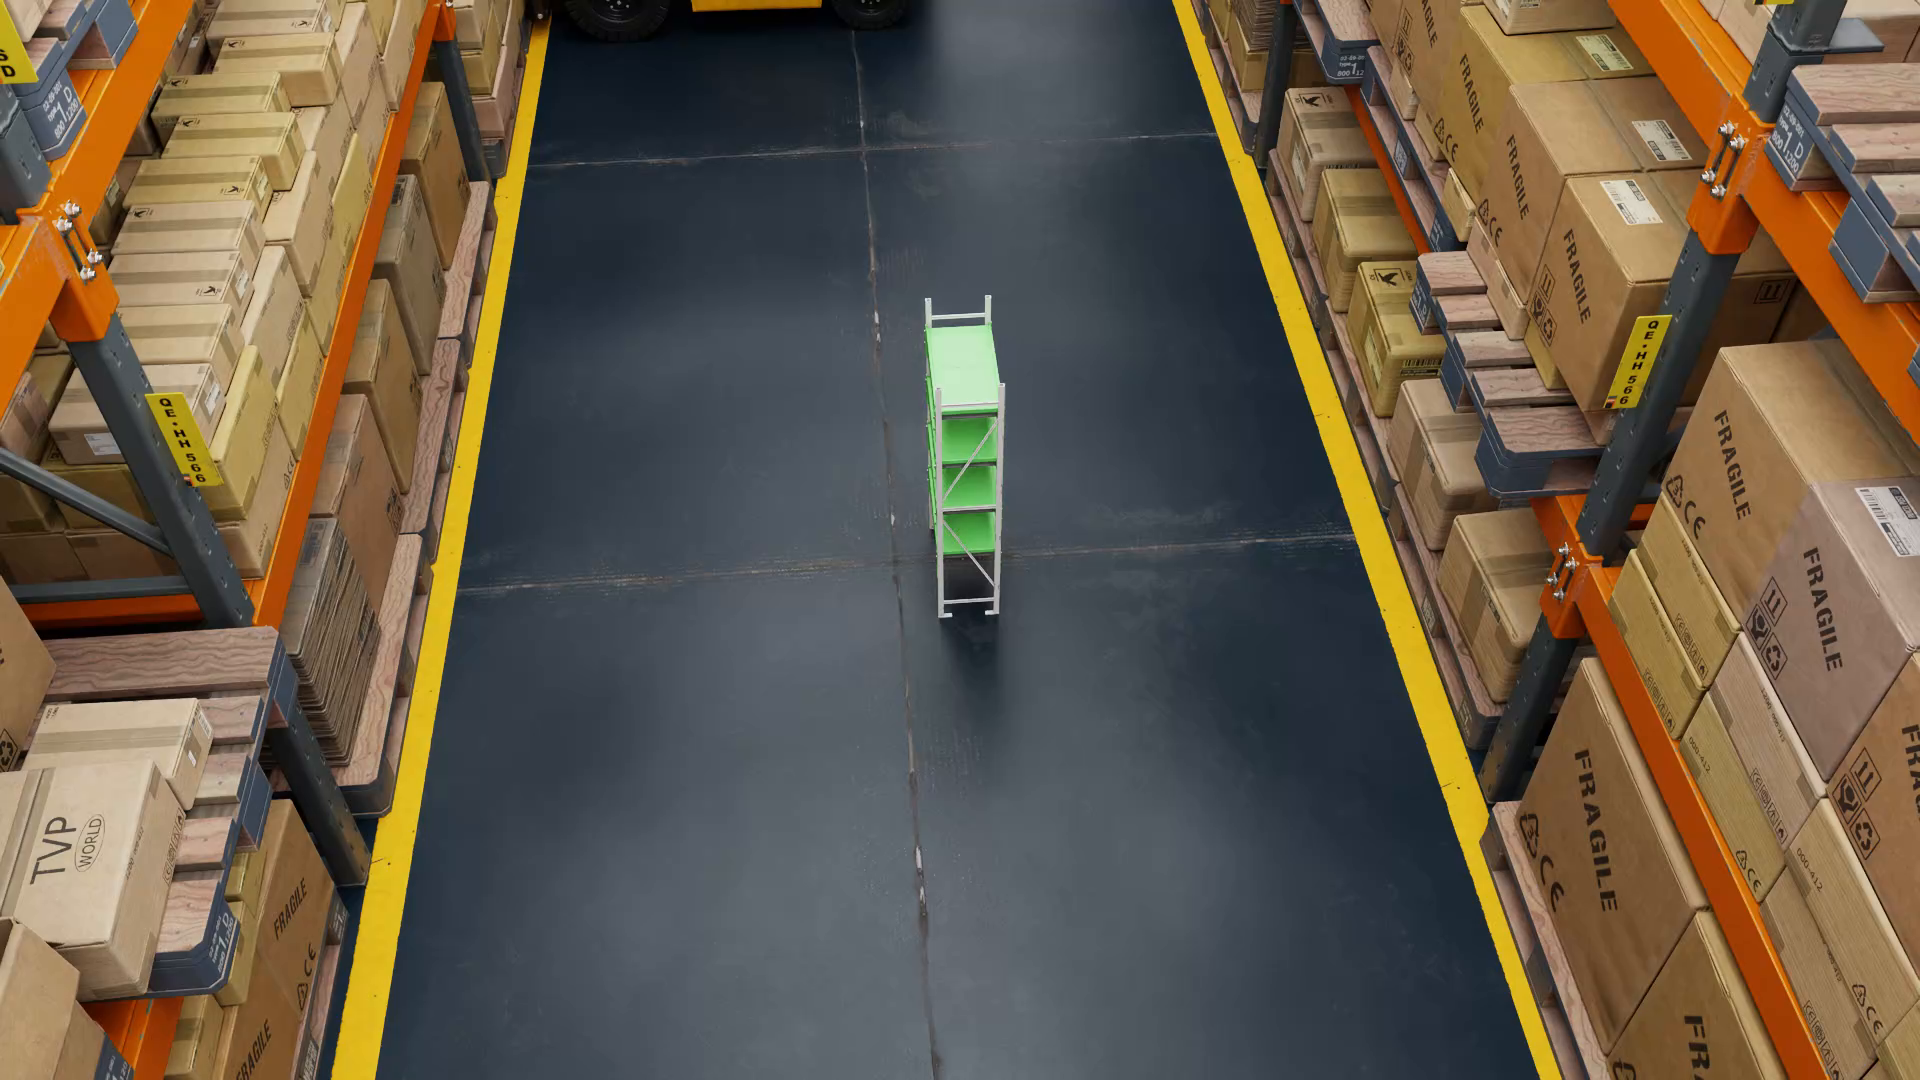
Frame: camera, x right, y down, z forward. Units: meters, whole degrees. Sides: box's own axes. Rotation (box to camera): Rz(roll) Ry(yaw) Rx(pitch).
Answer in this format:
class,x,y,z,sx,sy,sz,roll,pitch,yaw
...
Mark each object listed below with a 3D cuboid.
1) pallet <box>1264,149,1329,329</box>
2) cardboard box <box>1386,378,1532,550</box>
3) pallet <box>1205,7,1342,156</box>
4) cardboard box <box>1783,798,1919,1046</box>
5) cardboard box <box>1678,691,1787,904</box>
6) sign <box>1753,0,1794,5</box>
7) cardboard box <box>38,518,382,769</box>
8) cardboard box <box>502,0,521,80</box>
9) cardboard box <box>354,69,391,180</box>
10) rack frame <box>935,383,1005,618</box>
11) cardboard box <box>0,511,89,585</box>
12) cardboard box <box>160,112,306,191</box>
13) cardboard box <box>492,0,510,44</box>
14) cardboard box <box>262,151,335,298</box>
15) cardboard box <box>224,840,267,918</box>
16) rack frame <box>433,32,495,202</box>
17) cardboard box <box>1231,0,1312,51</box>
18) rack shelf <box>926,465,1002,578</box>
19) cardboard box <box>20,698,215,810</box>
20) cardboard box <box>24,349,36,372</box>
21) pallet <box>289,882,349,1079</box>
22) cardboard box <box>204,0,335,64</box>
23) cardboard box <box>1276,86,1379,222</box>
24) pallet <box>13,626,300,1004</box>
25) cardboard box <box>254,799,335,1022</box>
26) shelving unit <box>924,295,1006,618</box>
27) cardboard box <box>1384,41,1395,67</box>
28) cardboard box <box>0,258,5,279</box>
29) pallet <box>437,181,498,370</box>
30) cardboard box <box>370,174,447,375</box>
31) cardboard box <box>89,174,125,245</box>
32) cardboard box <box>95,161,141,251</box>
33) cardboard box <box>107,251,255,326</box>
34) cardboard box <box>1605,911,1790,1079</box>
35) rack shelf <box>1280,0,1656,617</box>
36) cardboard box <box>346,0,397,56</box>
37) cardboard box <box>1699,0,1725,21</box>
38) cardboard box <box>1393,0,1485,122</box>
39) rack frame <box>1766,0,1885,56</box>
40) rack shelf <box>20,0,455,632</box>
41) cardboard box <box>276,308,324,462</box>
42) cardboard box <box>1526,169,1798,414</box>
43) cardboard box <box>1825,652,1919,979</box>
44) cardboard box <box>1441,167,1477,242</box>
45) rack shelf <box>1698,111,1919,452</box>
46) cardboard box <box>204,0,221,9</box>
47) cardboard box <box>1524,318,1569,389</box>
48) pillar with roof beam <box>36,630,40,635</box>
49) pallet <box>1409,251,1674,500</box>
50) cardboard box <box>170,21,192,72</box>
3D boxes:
class,x,y,z,sx,sy,sz,roll,pitch,yaw
pallet,2.121,-1.523,8.184,1.003,0.211,1.213,-3,47,-3
cardboard box,2.282,-0.335,6.658,0.950,0.372,0.625,-4,47,-4
pallet,1.963,-2.570,9.175,1.003,0.211,1.213,-3,47,-3
cardboard box,2.257,0.846,3.779,0.500,0.250,0.500,-4,47,-3
cardboard box,2.240,0.640,4.317,0.500,0.250,0.500,-5,47,-4
sign,1.848,-1.329,3.657,0.100,0.325,0.005,-3,47,-3
cardboard box,-2.595,0.373,5.813,0.875,0.625,0.625,-2,47,-2
cardboard box,-2.660,-2.676,8.960,0.500,0.250,0.500,-4,47,-4
cardboard box,-2.530,-1.616,6.454,0.500,0.250,0.500,-3,47,-3
rack frame,0.034,-0.116,6.170,0.240,1.200,0.015,-3,47,-3
cardboard box,-2.849,-0.105,5.023,0.500,0.250,0.500,-4,47,-4
cardboard box,-2.408,-1.286,5.523,0.380,0.149,0.250,-3,47,-2
cardboard box,-2.669,-2.845,8.775,0.500,0.250,0.500,-4,47,-4
cardboard box,-2.417,-1.045,5.569,0.500,0.250,0.500,-5,47,-4
cardboard box,-2.263,0.987,4.871,0.380,0.149,0.250,-6,47,-5
rack frame,-2.892,-2.741,7.416,1.000,3.000,0.127,-3,47,-3
cardboard box,1.737,-2.914,8.668,0.500,0.500,0.500,-4,47,-4
rack shelf,0.014,-0.084,6.558,0.258,0.148,0.480,-3,47,-3
cardboard box,-2.119,0.547,4.186,0.380,0.149,0.250,-3,47,-3
cardboard box,-2.919,-0.510,4.788,0.380,0.149,0.250,-2,47,-2
pallet,-2.532,1.655,5.174,1.003,0.211,1.213,-3,47,-3
cardboard box,-2.505,-1.842,6.049,0.380,0.149,0.250,-3,47,-3
cardboard box,2.101,-1.907,8.147,0.950,0.372,0.625,-3,47,-3
pallet,-2.430,0.705,4.285,1.213,0.211,1.003,-3,47,-3
cardboard box,-2.307,1.161,5.153,0.500,0.500,0.500,-2,47,-2
shelving unit,0.014,-0.293,6.337,0.258,1.200,0.503,-3,47,-3
cardboard box,1.896,-1.935,6.537,0.380,0.149,0.250,-3,47,-3
cardboard box,-2.272,-0.470,3.303,0.500,0.250,0.500,-5,47,-5
pallet,-2.791,-1.251,7.926,1.003,0.211,1.213,-3,47,-3
cardboard box,-2.779,-1.130,7.237,0.875,0.625,0.625,-4,47,-4
cardboard box,-2.914,-1.068,5.316,0.380,0.149,0.250,-4,47,-4
cardboard box,-2.955,-1.008,5.534,0.500,0.250,0.500,-4,47,-4
cardboard box,-2.361,-0.730,4.996,0.380,0.149,0.250,-2,47,-2
cardboard box,2.435,1.586,4.493,0.875,0.875,0.875,-3,47,-3
rack shelf,2.222,-1.351,6.595,1.077,0.370,4.000,-3,47,-3
cardboard box,-2.545,-2.150,6.615,0.500,0.250,0.500,-5,47,-4
cardboard box,2.125,-1.491,4.339,0.380,0.149,0.250,-3,47,-3
cardboard box,1.932,-1.878,6.036,0.500,0.500,0.500,-5,47,-5
rack frame,2.389,-2.214,2.785,1.000,3.000,0.127,-3,47,-3
rack shelf,-2.724,-1.046,6.307,1.077,0.370,4.000,-3,47,-3
cardboard box,-2.388,-0.495,5.393,0.500,0.250,0.500,-4,47,-4
cardboard box,2.074,-0.744,4.962,0.500,0.500,0.500,-5,47,-4
cardboard box,2.266,0.576,3.517,0.500,0.500,0.500,-2,47,-2
cardboard box,1.917,-1.182,5.824,0.380,0.149,0.250,-3,47,-3
rack shelf,2.557,0.512,2.765,1.077,0.370,4.000,-3,47,-3
cardboard box,-3.073,-2.114,6.582,0.500,0.250,0.500,-4,47,-4
cardboard box,2.033,-0.622,5.293,0.380,0.149,0.250,-3,47,-3
pillar with roof beam,0.726,-3.060,3.586,9.100,9.000,0.400,-3,47,-3
pallet,2.223,-0.594,5.515,1.213,0.211,1.003,-3,47,-3
cardboard box,-3.022,-1.805,6.015,0.380,0.149,0.250,-4,47,-4
